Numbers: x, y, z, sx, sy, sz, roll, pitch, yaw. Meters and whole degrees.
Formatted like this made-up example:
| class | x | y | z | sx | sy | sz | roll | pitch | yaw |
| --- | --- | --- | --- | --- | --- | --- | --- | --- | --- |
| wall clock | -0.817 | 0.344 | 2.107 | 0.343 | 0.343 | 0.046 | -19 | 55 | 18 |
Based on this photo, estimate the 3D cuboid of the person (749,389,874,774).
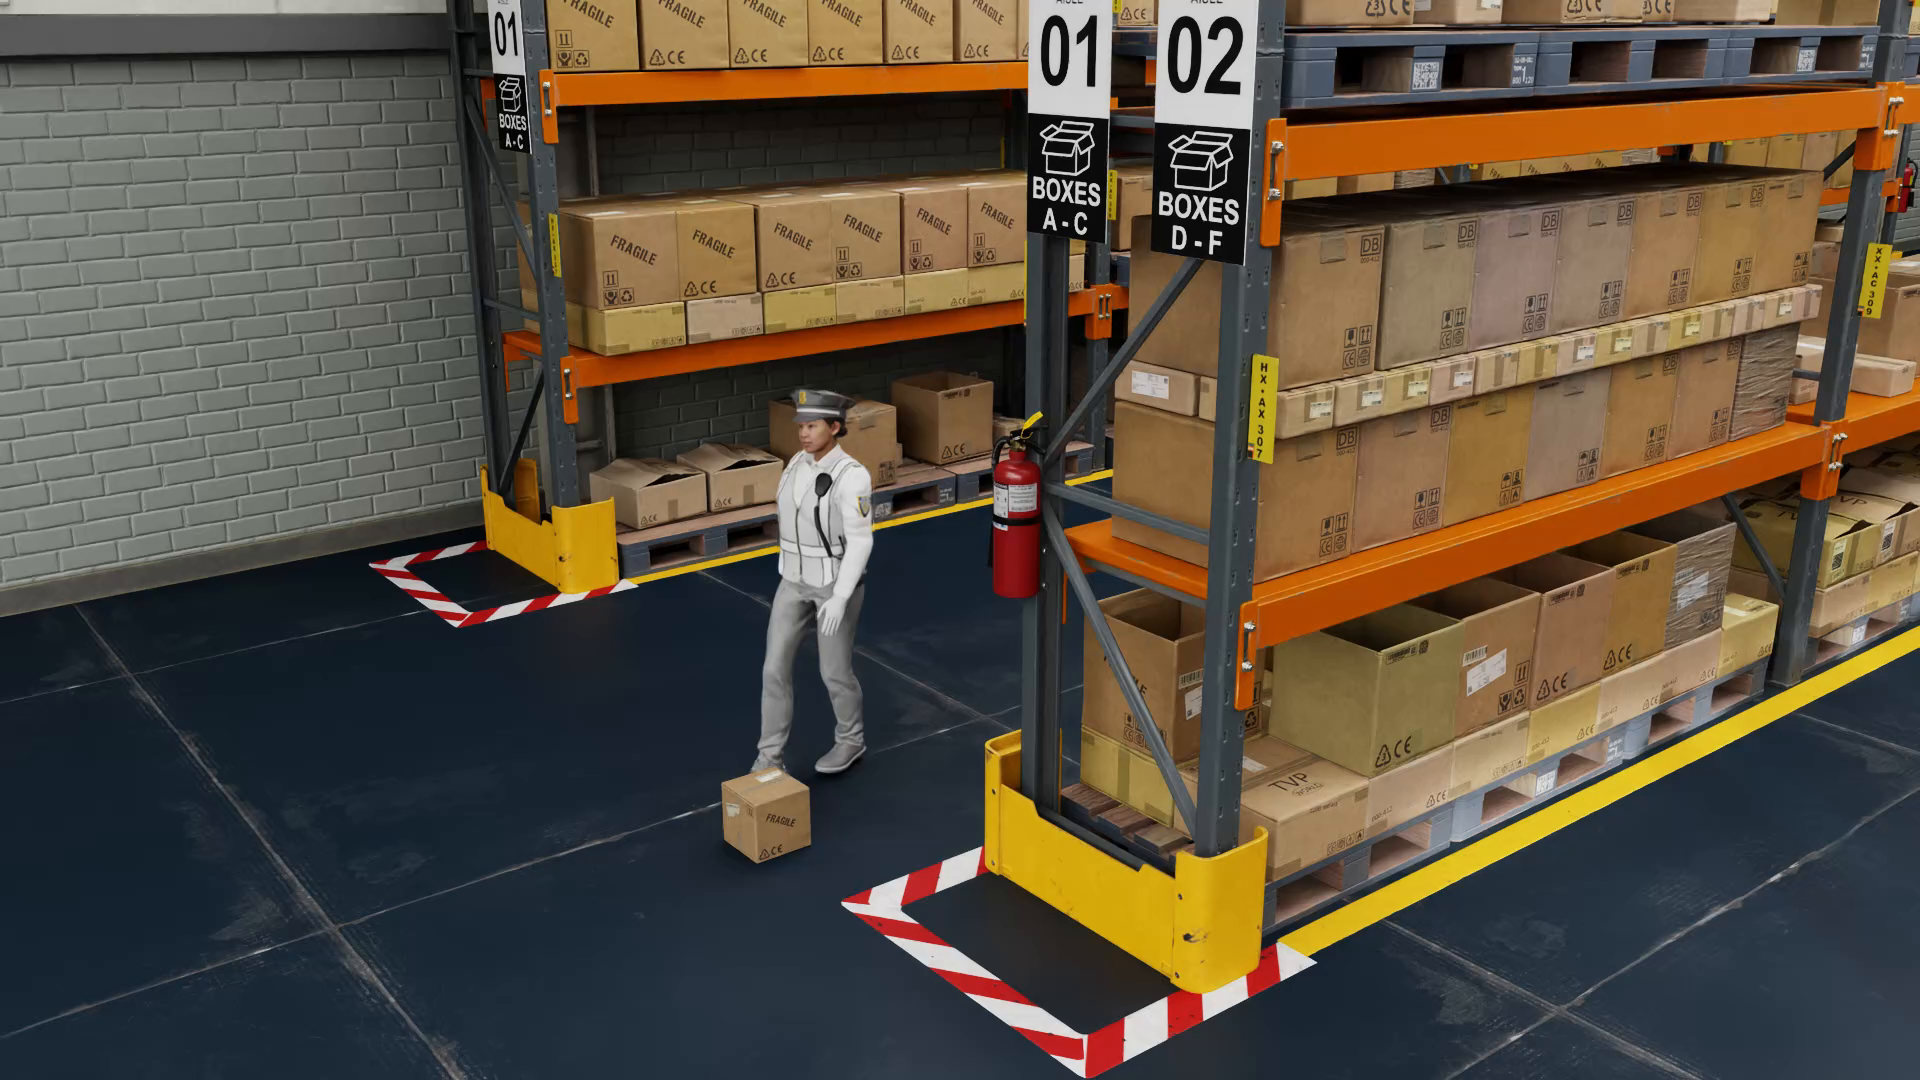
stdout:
| class | x | y | z | sx | sy | sz | roll | pitch | yaw |
| --- | --- | --- | --- | --- | --- | --- | --- | --- | --- |
| person | -0.635 | 0.231 | 6.800 | 0.540 | 1.692 | 0.669 | 12 | 21 | 32 |
